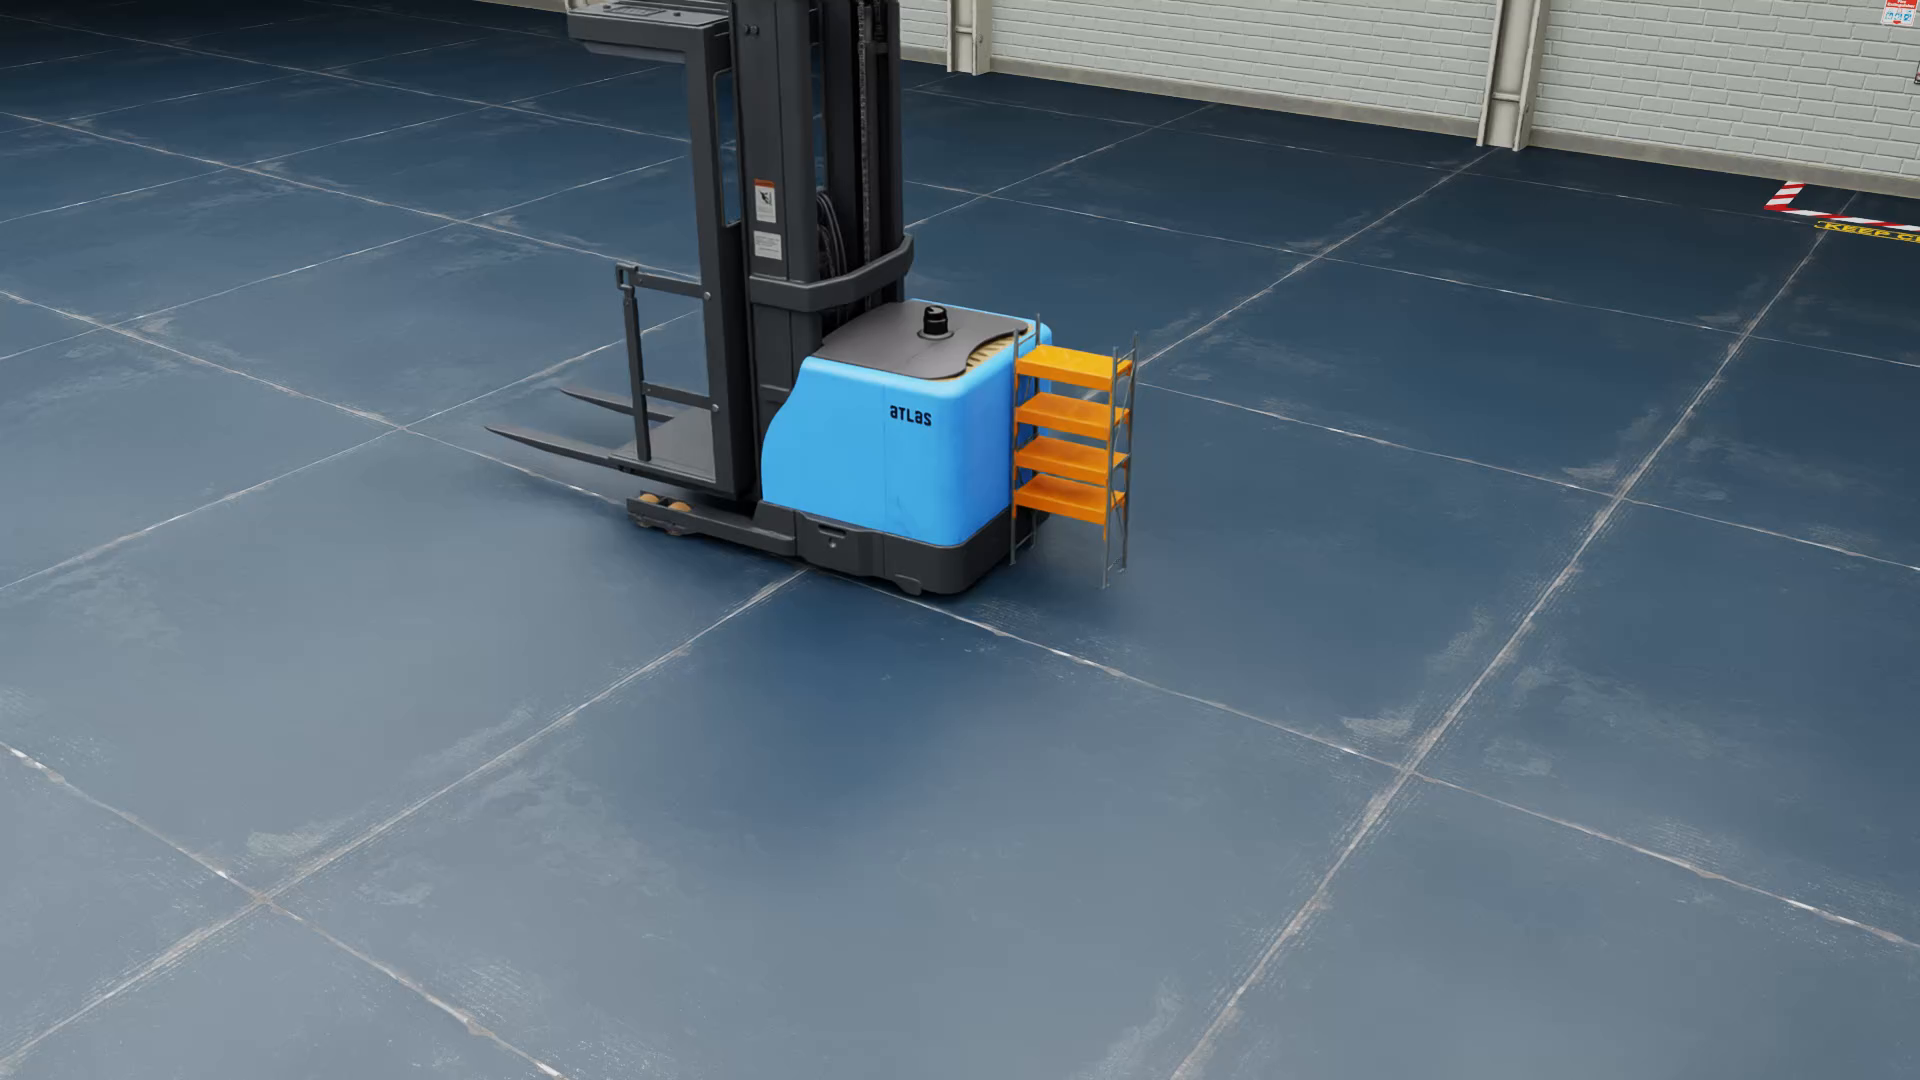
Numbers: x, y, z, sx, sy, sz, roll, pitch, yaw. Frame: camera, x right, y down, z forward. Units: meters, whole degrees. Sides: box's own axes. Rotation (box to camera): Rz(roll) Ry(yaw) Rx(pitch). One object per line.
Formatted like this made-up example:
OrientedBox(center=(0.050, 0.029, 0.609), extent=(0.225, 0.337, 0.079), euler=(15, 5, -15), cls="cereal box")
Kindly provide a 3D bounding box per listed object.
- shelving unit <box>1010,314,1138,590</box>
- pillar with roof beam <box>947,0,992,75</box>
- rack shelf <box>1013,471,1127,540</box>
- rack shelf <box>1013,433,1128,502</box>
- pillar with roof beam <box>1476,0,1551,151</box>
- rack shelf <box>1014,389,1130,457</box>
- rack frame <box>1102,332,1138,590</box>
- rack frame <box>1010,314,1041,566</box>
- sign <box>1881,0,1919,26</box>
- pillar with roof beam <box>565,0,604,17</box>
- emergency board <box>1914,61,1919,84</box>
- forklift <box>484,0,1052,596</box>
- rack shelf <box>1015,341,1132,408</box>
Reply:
OrientedBox(center=(0.520, -0.403, 7.718), extent=(0.503, 1.200, 0.258), euler=(14, 30, 26), cls="shelving unit")
OrientedBox(center=(-2.336, -7.618, 13.298), extent=(0.400, 9.000, 9.100), euler=(17, 32, 30), cls="pillar with roof beam")
OrientedBox(center=(0.520, -0.166, 7.839), extent=(0.480, 0.148, 0.258), euler=(14, 30, 26), cls="rack shelf")
OrientedBox(center=(0.520, -0.343, 7.749), extent=(0.480, 0.148, 0.258), euler=(14, 30, 26), cls="rack shelf")
OrientedBox(center=(2.610, -6.077, 10.270), extent=(0.400, 9.000, 9.100), euler=(17, 32, 30), cls="pillar with roof beam")
OrientedBox(center=(0.520, -0.542, 7.647), extent=(0.480, 0.148, 0.258), euler=(14, 30, 26), cls="rack shelf")
OrientedBox(center=(0.733, -0.349, 7.612), extent=(0.015, 1.200, 0.240), euler=(14, 30, 26), cls="rack frame")
OrientedBox(center=(0.307, -0.457, 7.824), extent=(0.015, 1.200, 0.240), euler=(14, 30, 26), cls="rack frame")
OrientedBox(center=(7.580, -4.318, 13.387), extent=(0.234, 0.329, 0.001), euler=(17, 32, 30), cls="sign")
OrientedBox(center=(-7.282, -9.159, 16.325), extent=(0.400, 9.000, 9.100), euler=(17, 32, 30), cls="pillar with roof beam")
OrientedBox(center=(7.981, -4.130, 13.059), extent=(0.626, 1.169, 0.157), euler=(17, 32, 30), cls="emergency board")
OrientedBox(center=(-1.087, -1.519, 8.003), extent=(3.031, 2.935, 1.130), euler=(14, 30, 26), cls="forklift")
OrientedBox(center=(0.520, -0.753, 7.540), extent=(0.480, 0.148, 0.258), euler=(14, 30, 26), cls="rack shelf")
